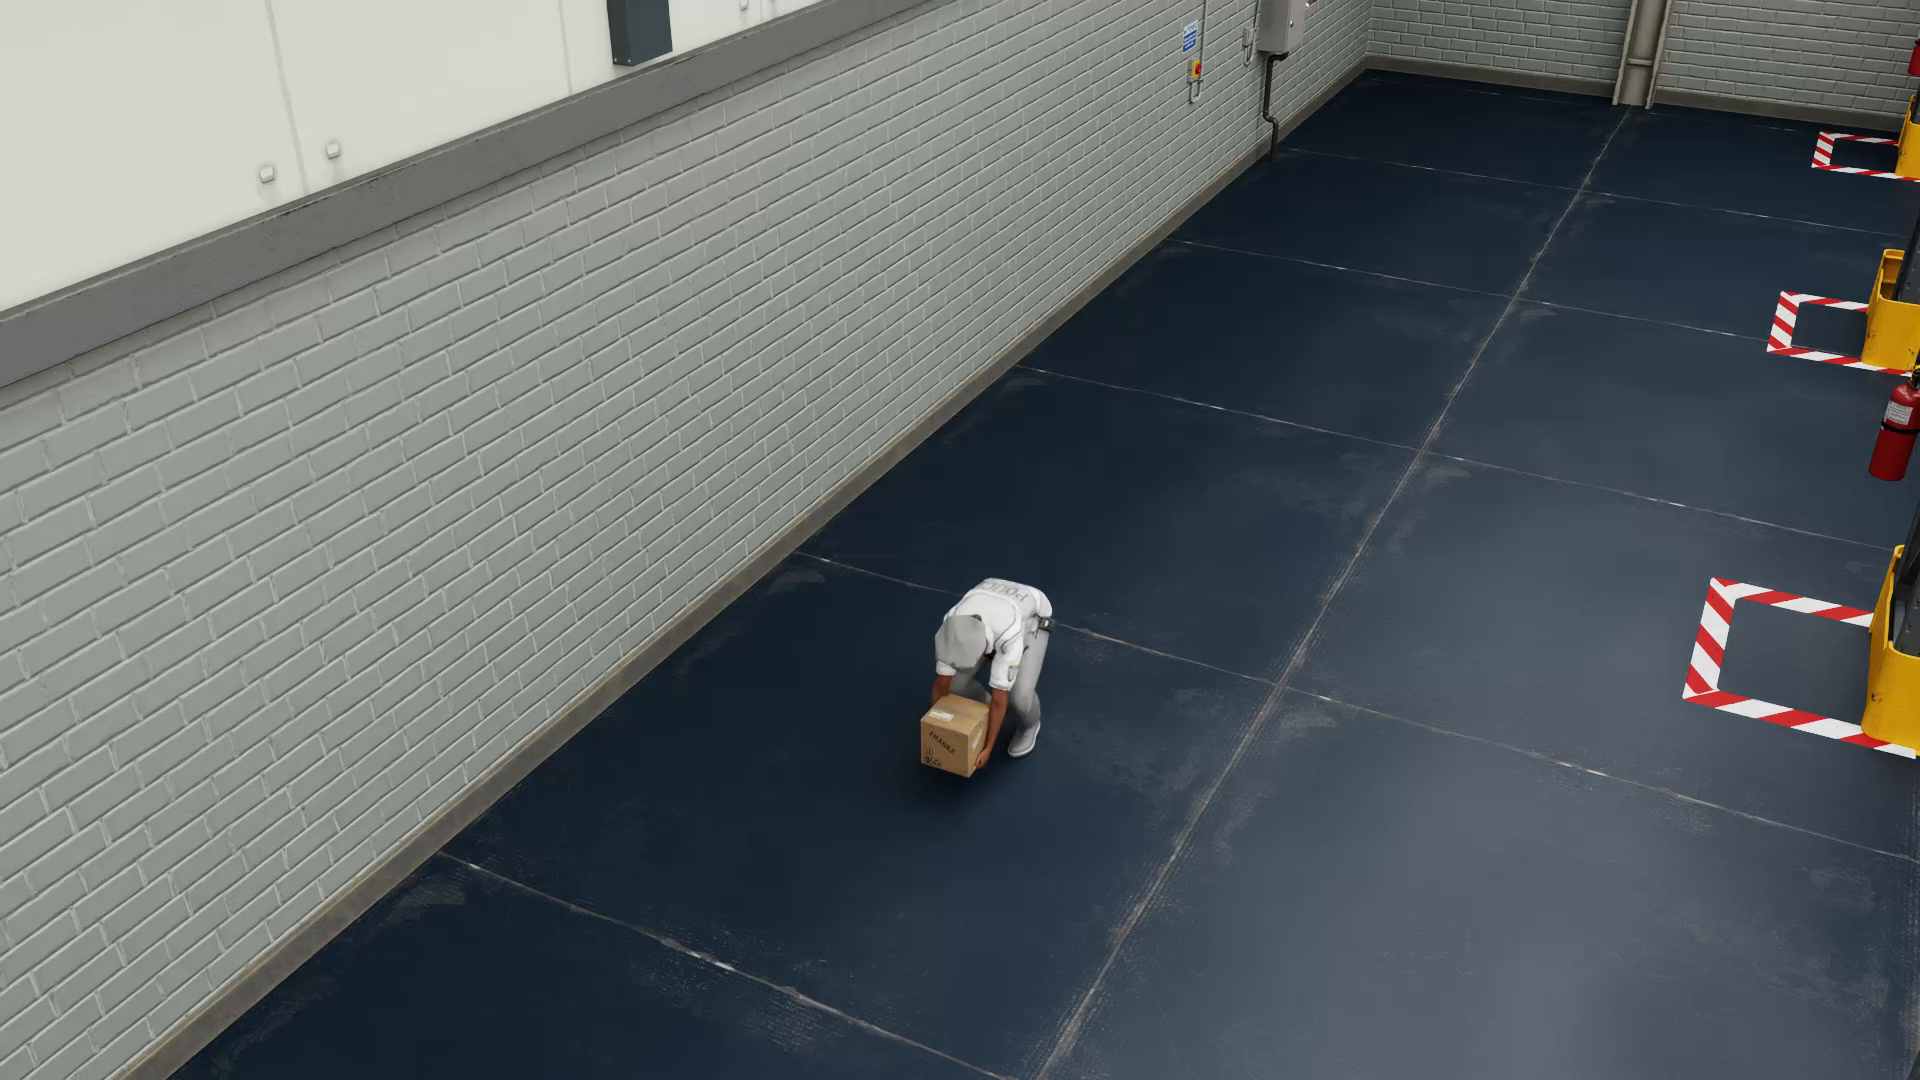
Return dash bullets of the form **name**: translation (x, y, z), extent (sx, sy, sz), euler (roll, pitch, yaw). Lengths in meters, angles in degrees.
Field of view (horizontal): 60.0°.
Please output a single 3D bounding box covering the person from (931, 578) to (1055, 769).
- **person**: translation (0.135, 0.627, 7.895), extent (0.470, 0.979, 0.917), euler (13, 33, 21)
